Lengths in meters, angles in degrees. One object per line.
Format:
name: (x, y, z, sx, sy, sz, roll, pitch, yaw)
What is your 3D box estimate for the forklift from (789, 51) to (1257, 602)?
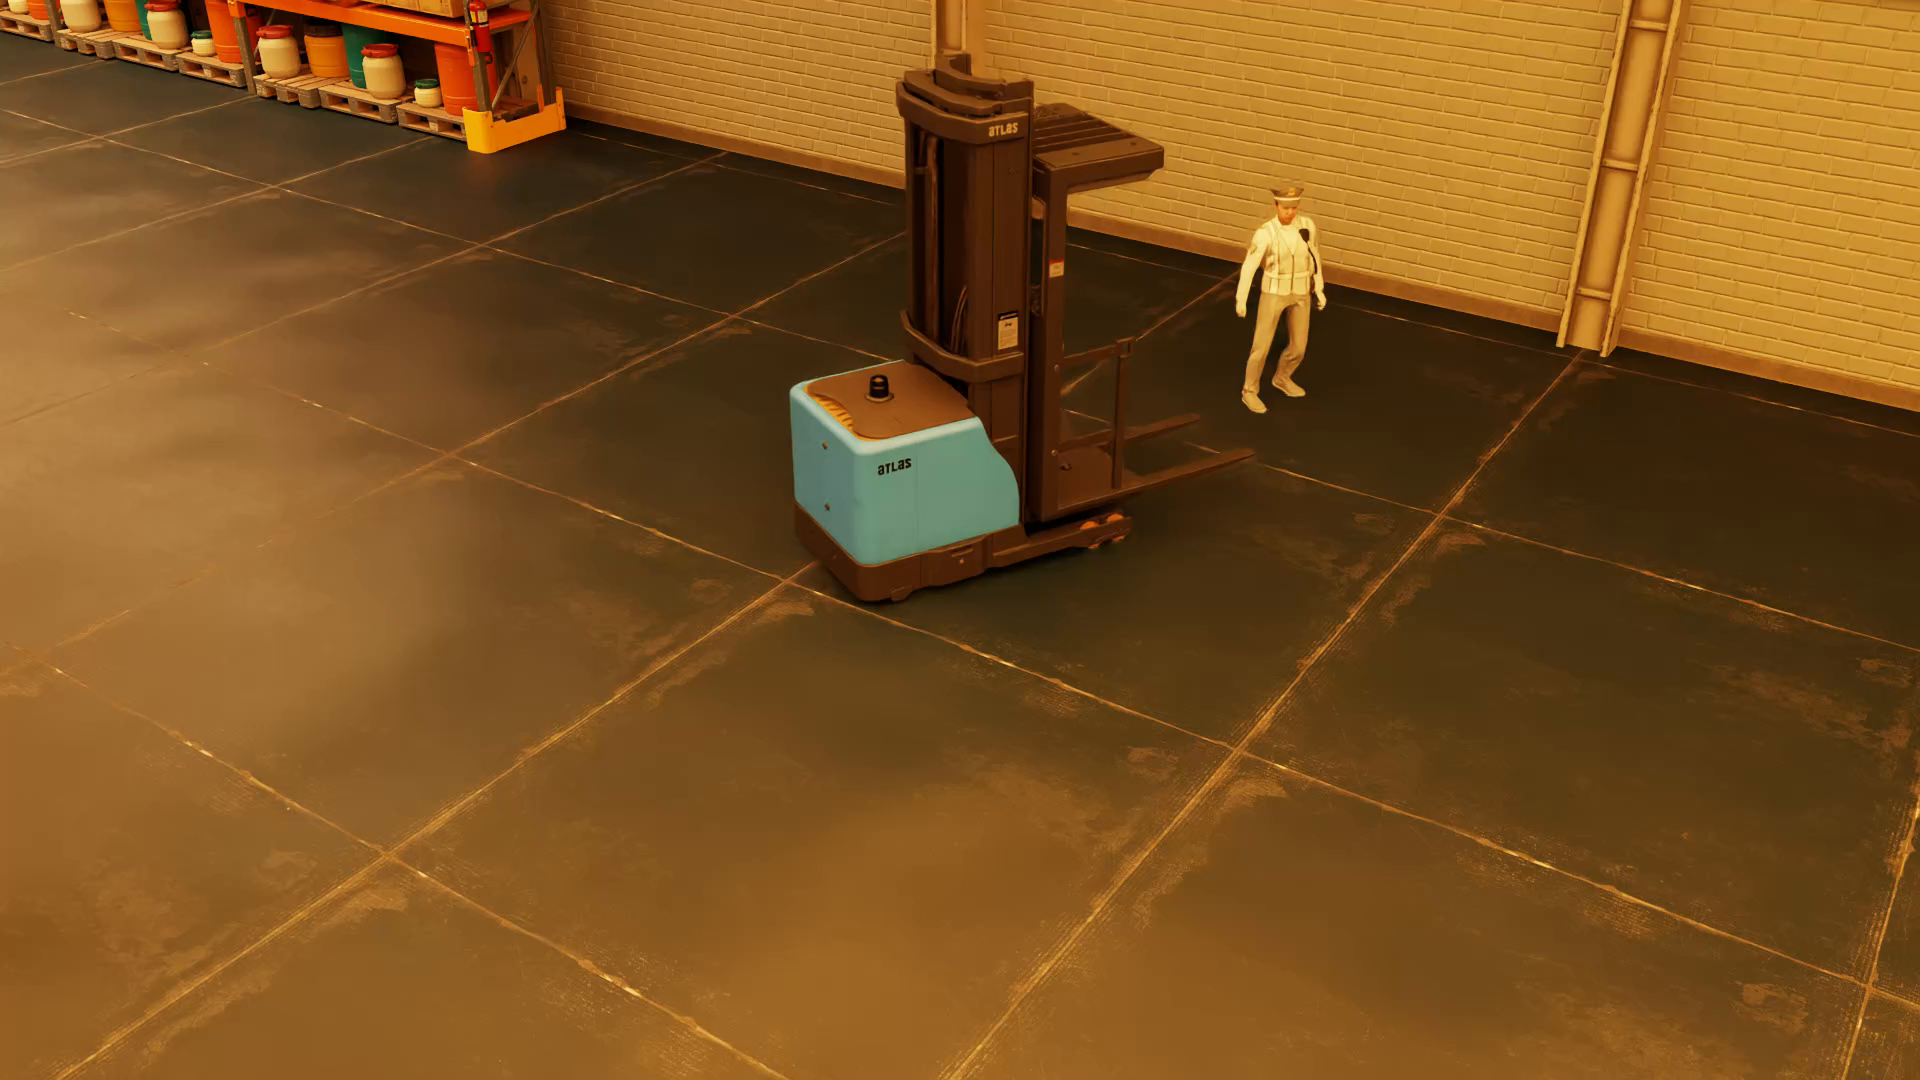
forklift: (0.497, -1.429, 10.042, 3.031, 2.935, 1.130, -16, 34, -25)

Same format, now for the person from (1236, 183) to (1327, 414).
person: (2.300, -1.734, 11.878, 0.640, 1.641, 0.452, -4, 30, -6)
